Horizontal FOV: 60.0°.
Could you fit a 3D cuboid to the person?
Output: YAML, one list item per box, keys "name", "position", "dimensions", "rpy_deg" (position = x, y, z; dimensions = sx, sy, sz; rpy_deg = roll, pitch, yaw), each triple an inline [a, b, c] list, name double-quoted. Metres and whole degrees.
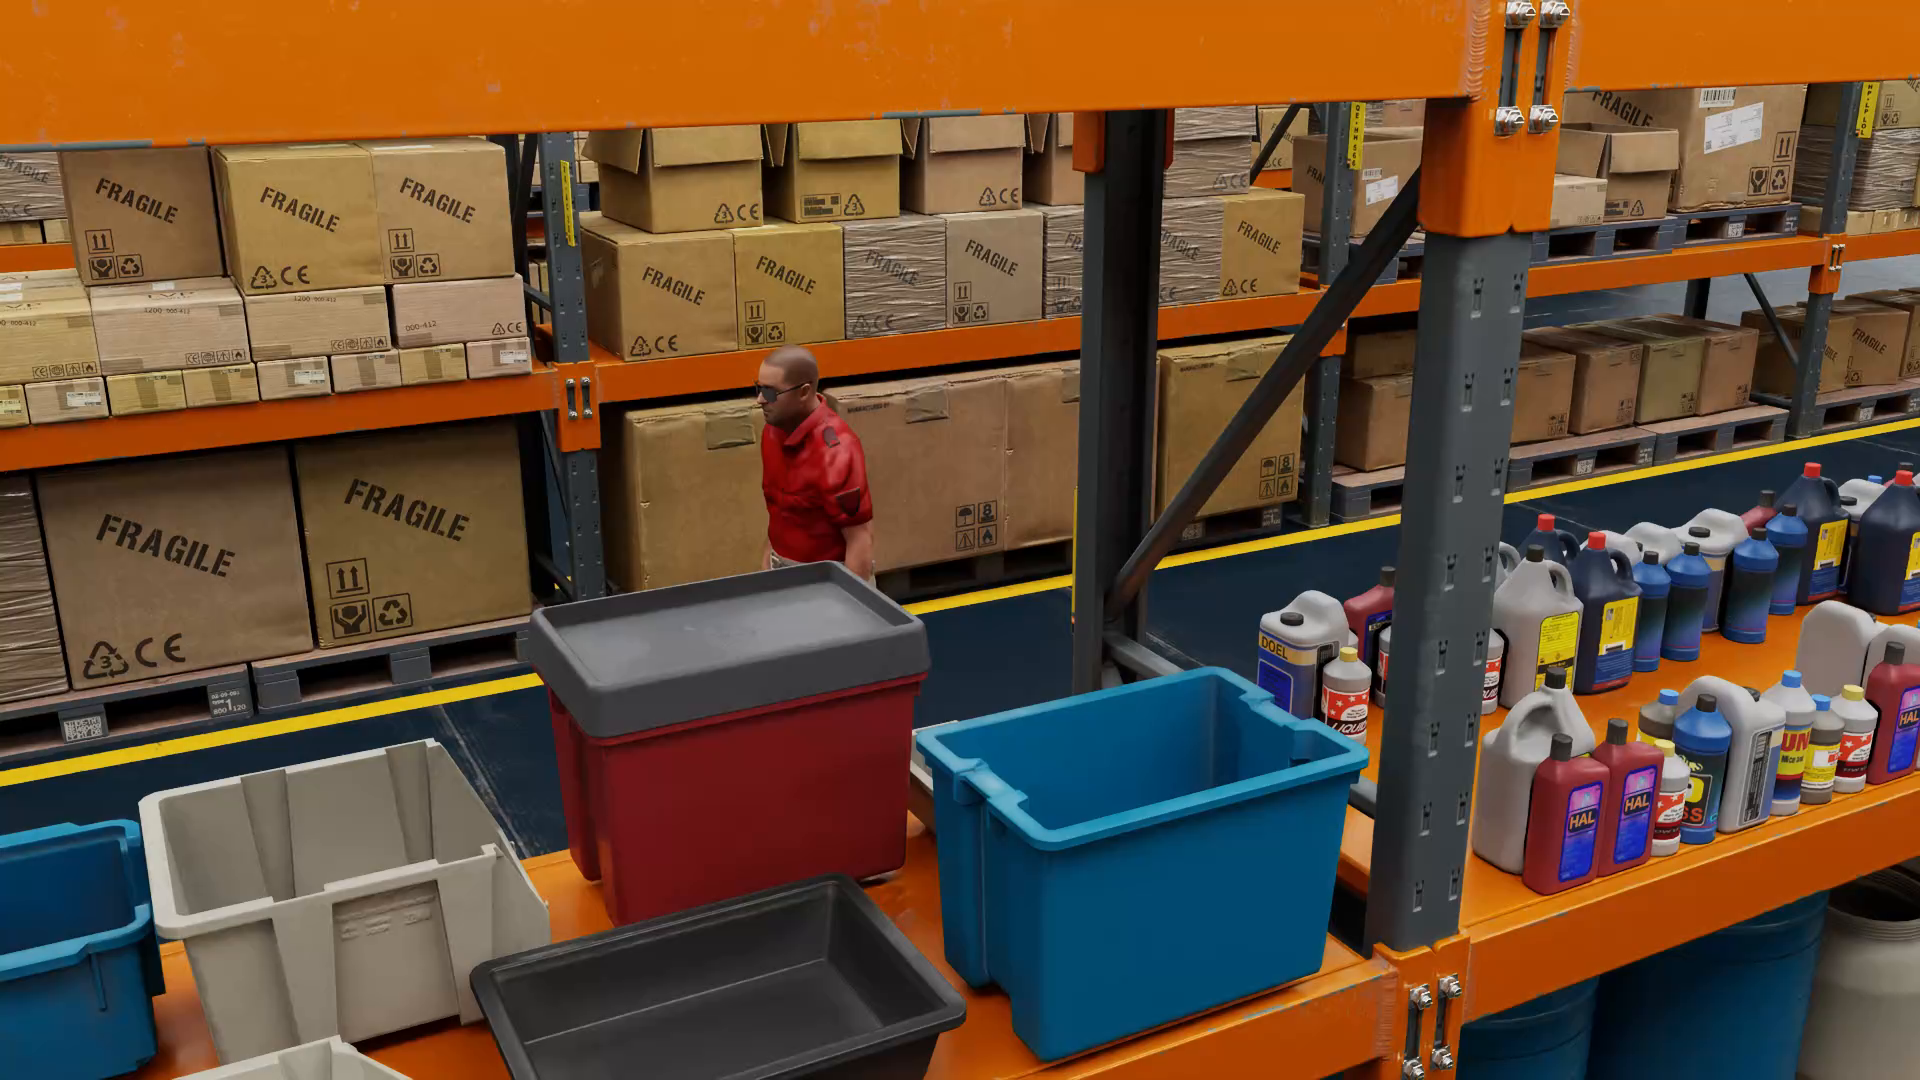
- name: "person"
  position: [-0.498, 0.195, 5.492]
  dimensions: [0.394, 1.726, 0.604]
  rpy_deg: [-11, 21, -30]
